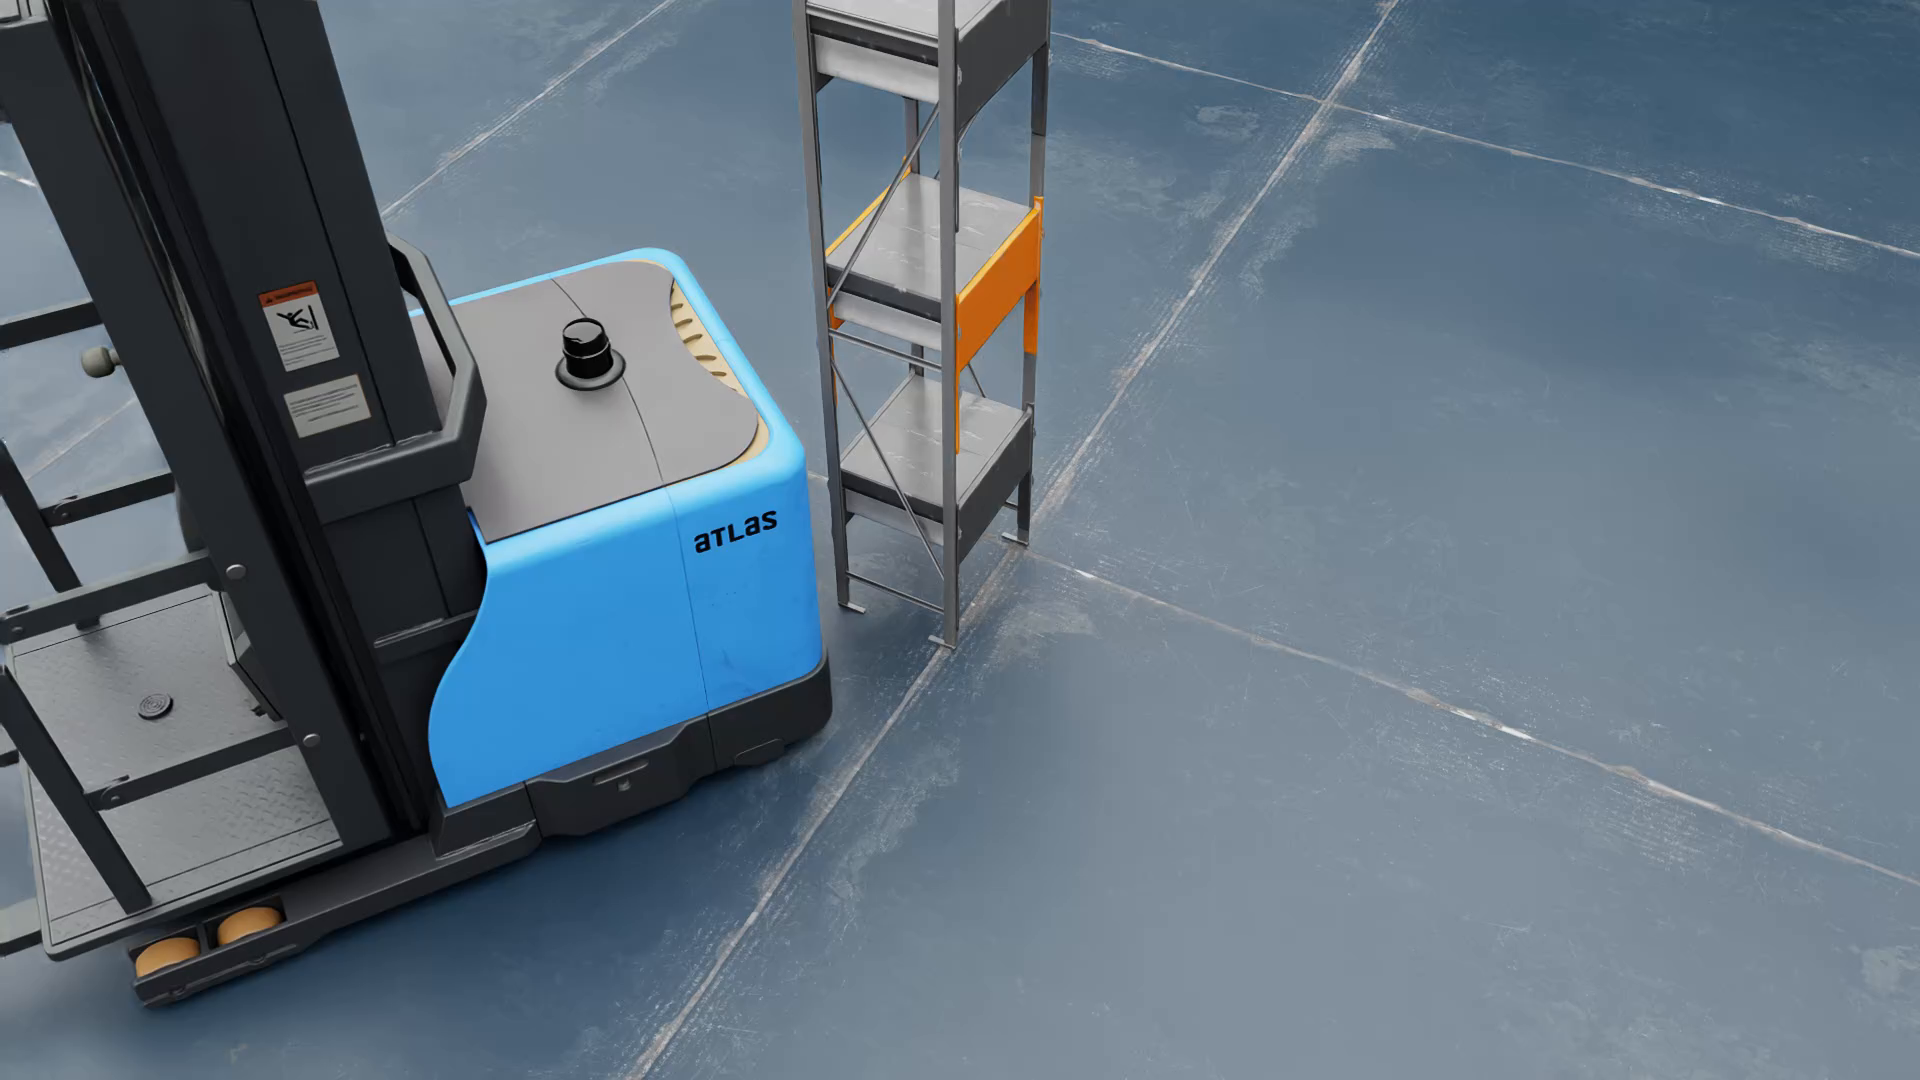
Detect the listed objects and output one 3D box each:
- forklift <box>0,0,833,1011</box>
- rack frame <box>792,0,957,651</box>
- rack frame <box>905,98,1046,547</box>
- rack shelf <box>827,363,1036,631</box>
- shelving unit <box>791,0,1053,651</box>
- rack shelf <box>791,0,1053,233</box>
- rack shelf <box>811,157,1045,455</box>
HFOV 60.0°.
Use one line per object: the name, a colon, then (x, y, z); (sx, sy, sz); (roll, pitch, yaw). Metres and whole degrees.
forklift: (-1.911, -0.321, 3.507); (3.031, 2.935, 1.130); (-20, 49, -18)
rack frame: (-0.190, -0.480, 4.248); (0.400, 2.100, 0.015); (20, 49, 19)
rack frame: (0.036, -0.788, 4.552); (0.400, 2.100, 0.015); (20, 49, 19)
rack shelf: (-0.077, -0.132, 4.908); (0.431, 0.518, 0.480); (20, 49, 19)
shelving unit: (-0.077, -0.634, 4.400); (0.431, 2.100, 0.503); (20, 49, 19)
rack shelf: (-0.077, -1.116, 3.912); (0.431, 0.518, 0.480); (20, 49, 19)
rack shelf: (-0.077, -0.624, 4.410); (0.431, 0.518, 0.480); (20, 49, 19)
